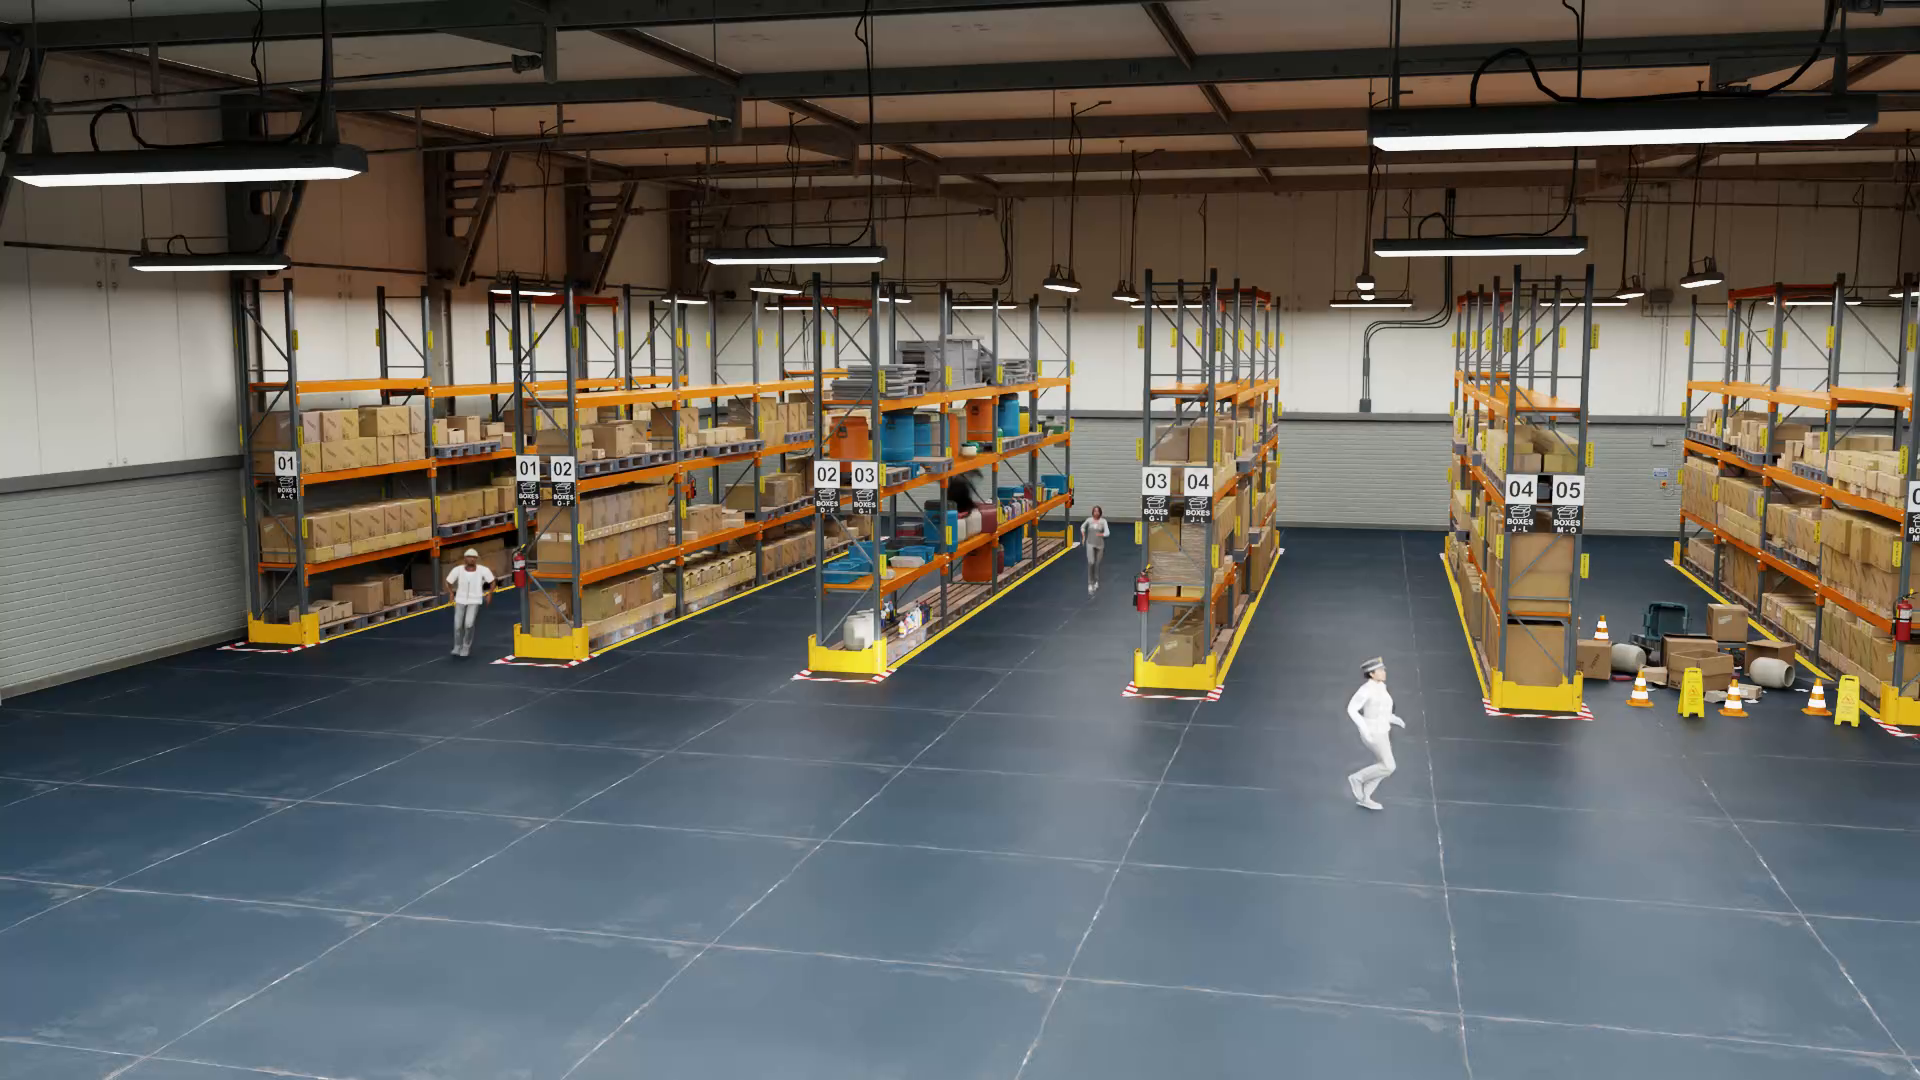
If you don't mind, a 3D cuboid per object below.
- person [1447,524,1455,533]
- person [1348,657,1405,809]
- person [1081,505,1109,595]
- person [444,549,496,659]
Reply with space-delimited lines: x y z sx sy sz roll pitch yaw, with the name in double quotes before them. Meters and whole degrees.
"person" 11.916 -0.532 39.458 0.669 1.670 0.626 5 8 35
"person" 4.464 2.063 17.751 0.540 1.656 0.608 5 8 35
"person" 2.545 0.187 31.303 0.516 1.654 0.646 0 7 1
"person" -7.775 1.000 26.333 0.766 1.738 0.631 -1 7 -6
